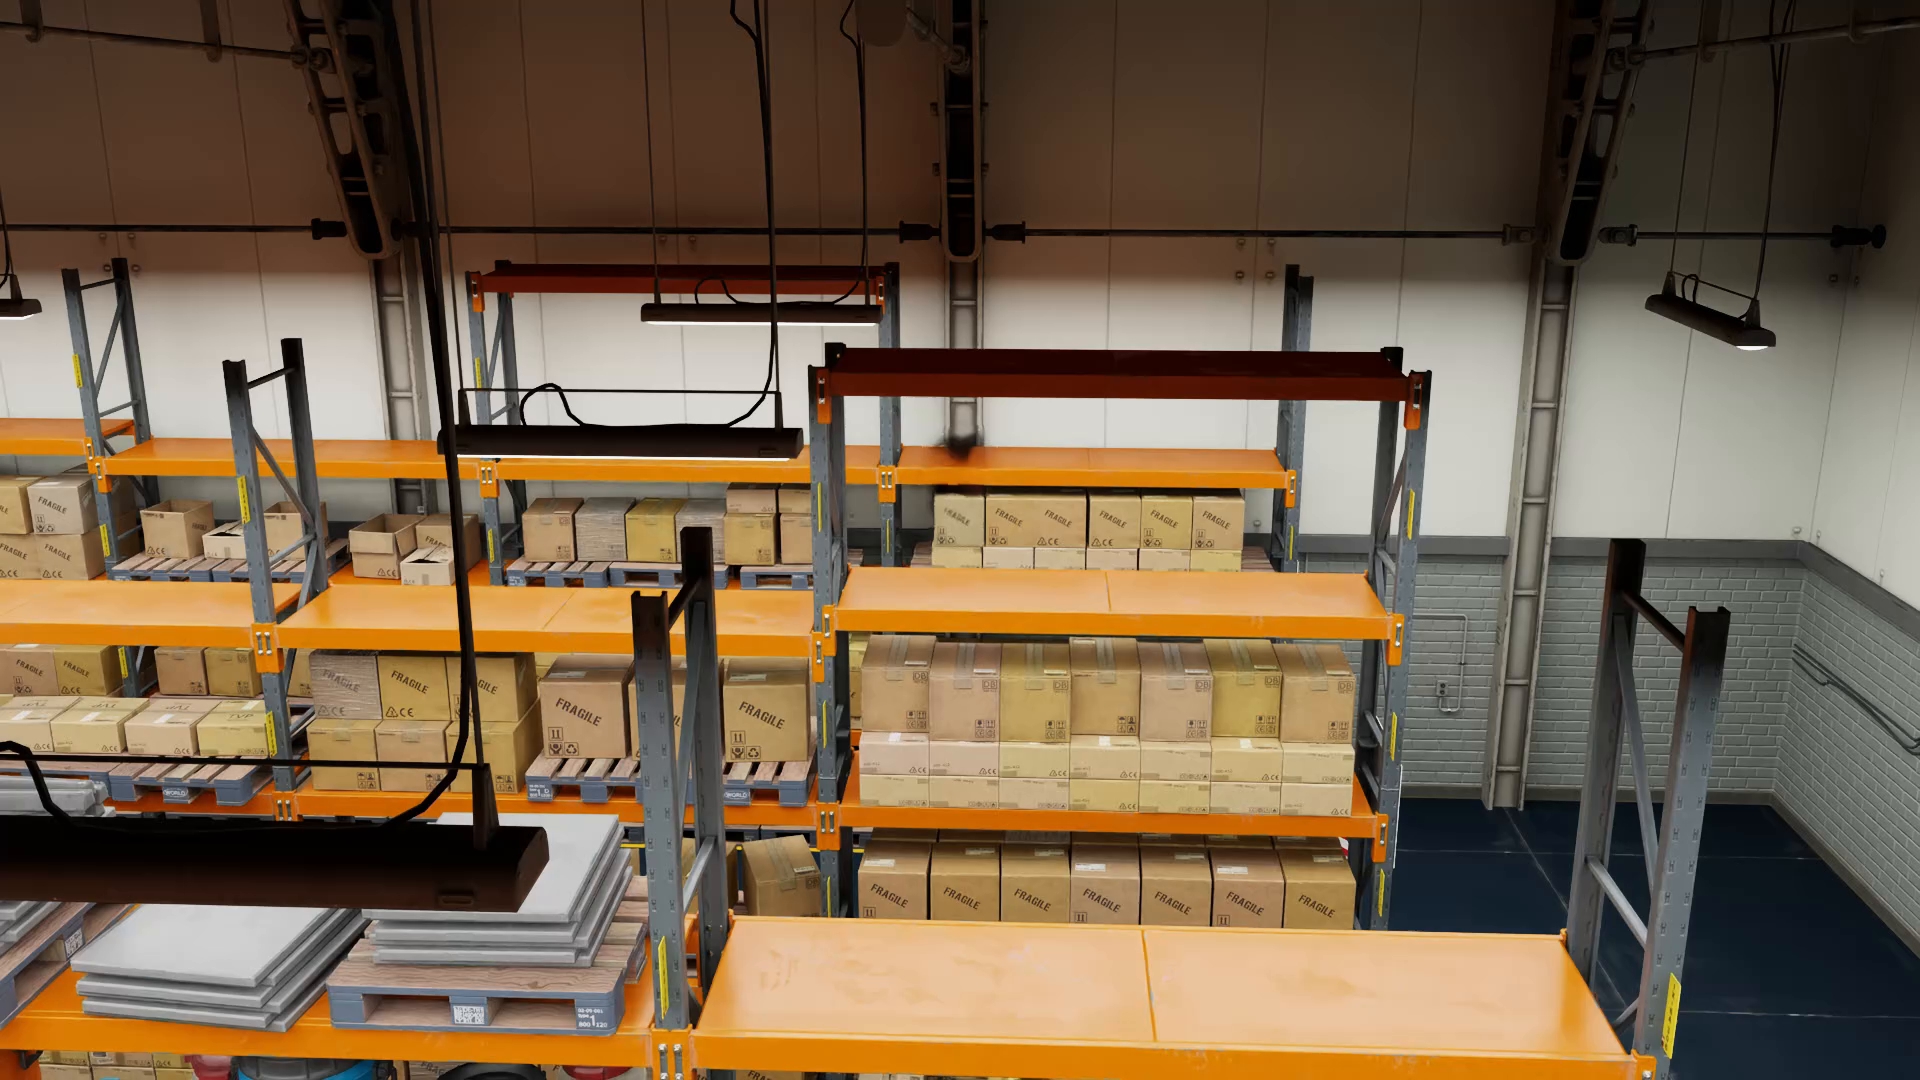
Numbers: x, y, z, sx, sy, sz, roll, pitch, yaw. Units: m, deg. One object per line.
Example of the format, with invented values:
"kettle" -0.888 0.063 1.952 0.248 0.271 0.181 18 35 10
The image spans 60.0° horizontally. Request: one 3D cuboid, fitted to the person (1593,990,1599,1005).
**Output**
"person" 4.396 3.960 12.171 0.504 1.610 0.434 6 17 20
